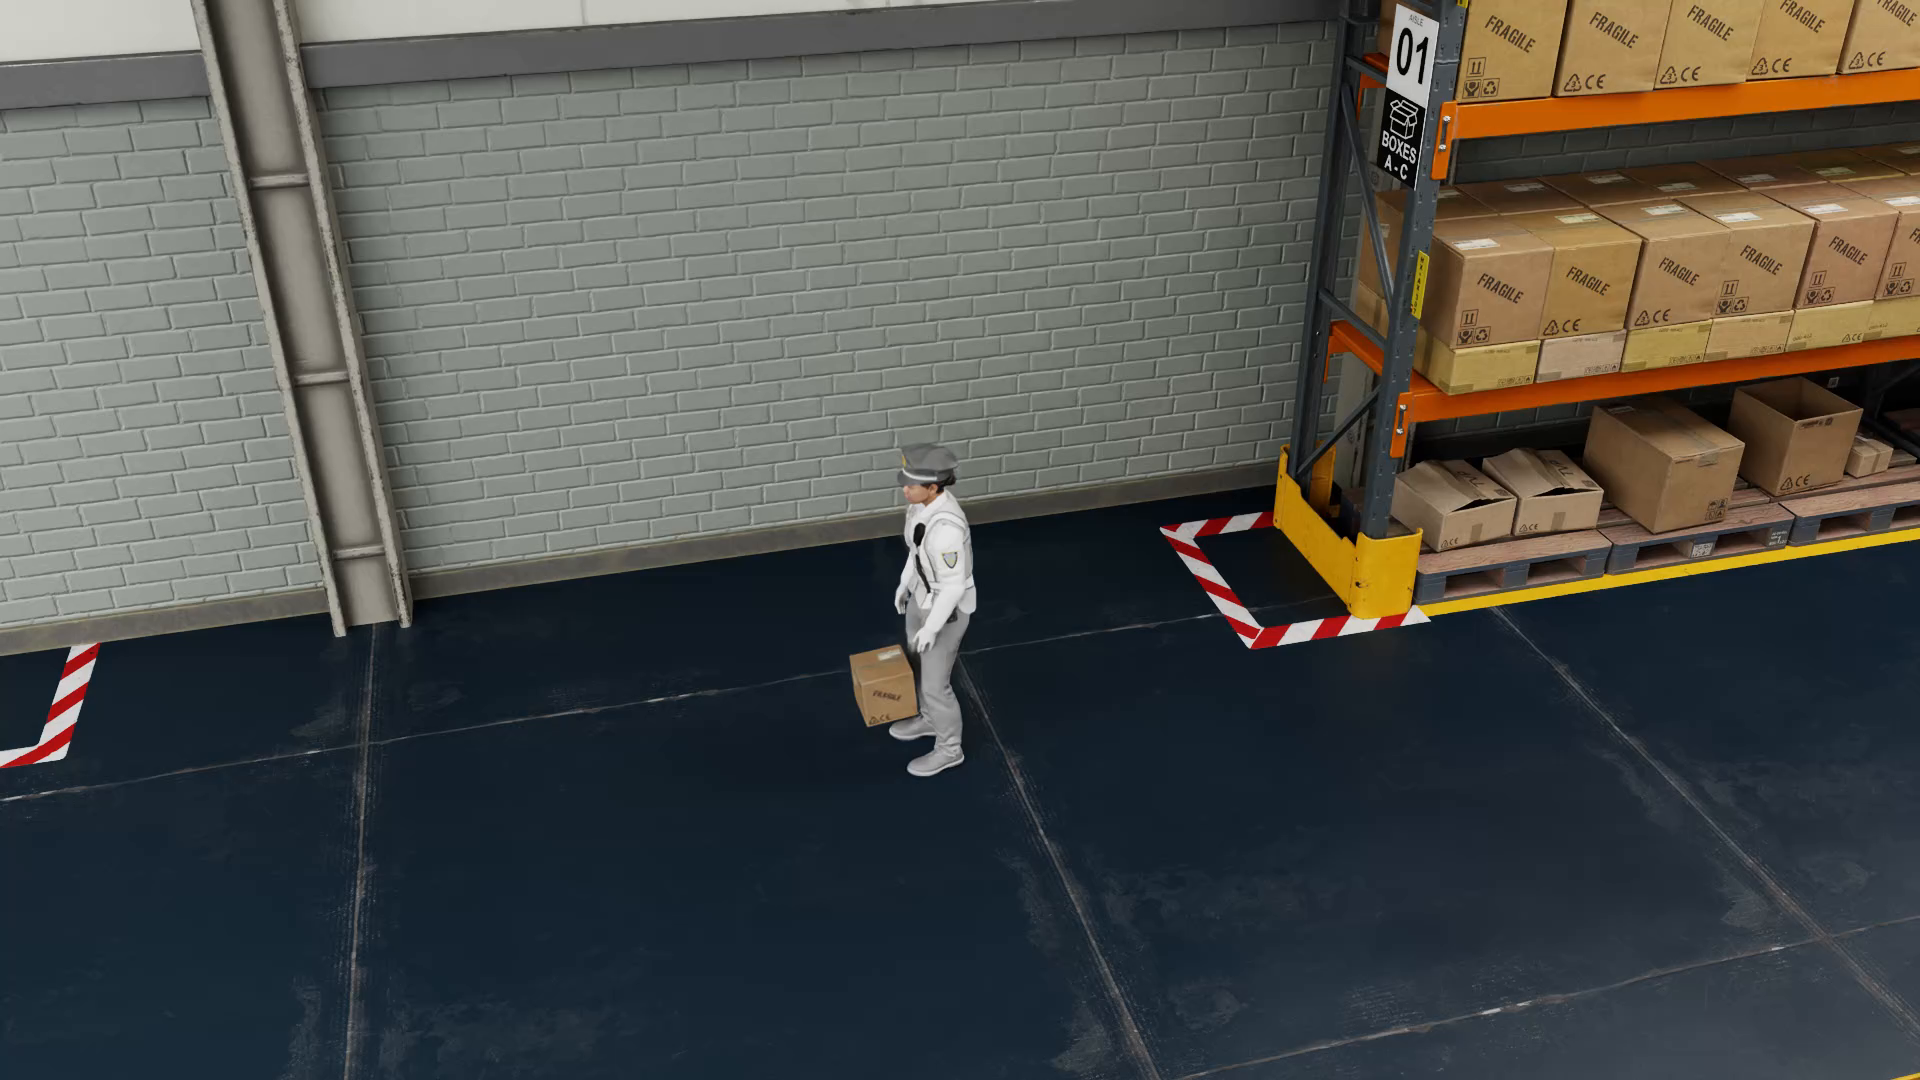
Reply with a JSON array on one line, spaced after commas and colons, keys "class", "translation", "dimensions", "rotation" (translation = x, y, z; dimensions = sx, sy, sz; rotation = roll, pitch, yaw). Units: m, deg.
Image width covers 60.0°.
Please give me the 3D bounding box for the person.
[{"class": "person", "translation": [-0.118, 0.315, 7.686], "dimensions": [0.358, 1.669, 0.510], "rotation": [-9, 32, -15]}]
